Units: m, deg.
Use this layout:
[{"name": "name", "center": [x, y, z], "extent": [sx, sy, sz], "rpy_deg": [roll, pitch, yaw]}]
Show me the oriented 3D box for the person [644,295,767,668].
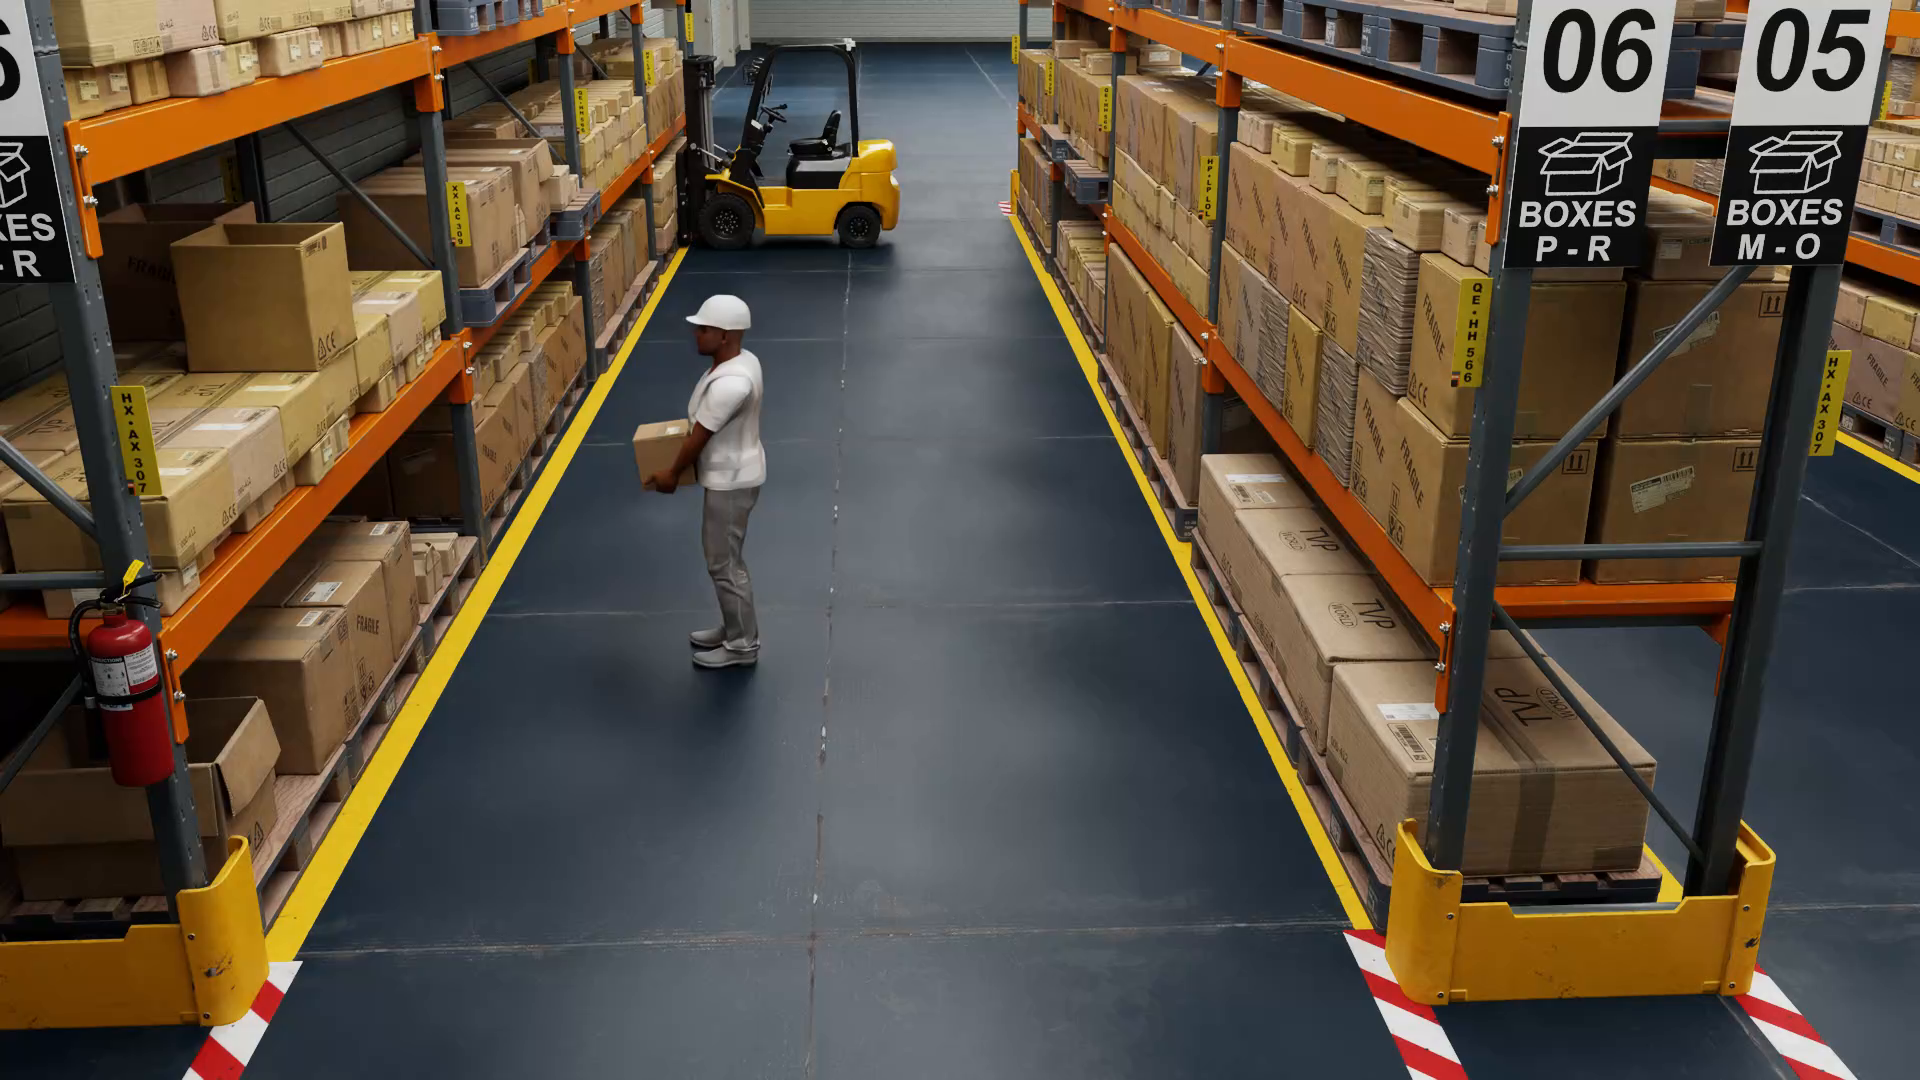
[{"name": "person", "center": [-1.184, -0.272, 7.782], "extent": [0.557, 1.763, 0.505], "rpy_deg": [-1, 20, -3]}]
